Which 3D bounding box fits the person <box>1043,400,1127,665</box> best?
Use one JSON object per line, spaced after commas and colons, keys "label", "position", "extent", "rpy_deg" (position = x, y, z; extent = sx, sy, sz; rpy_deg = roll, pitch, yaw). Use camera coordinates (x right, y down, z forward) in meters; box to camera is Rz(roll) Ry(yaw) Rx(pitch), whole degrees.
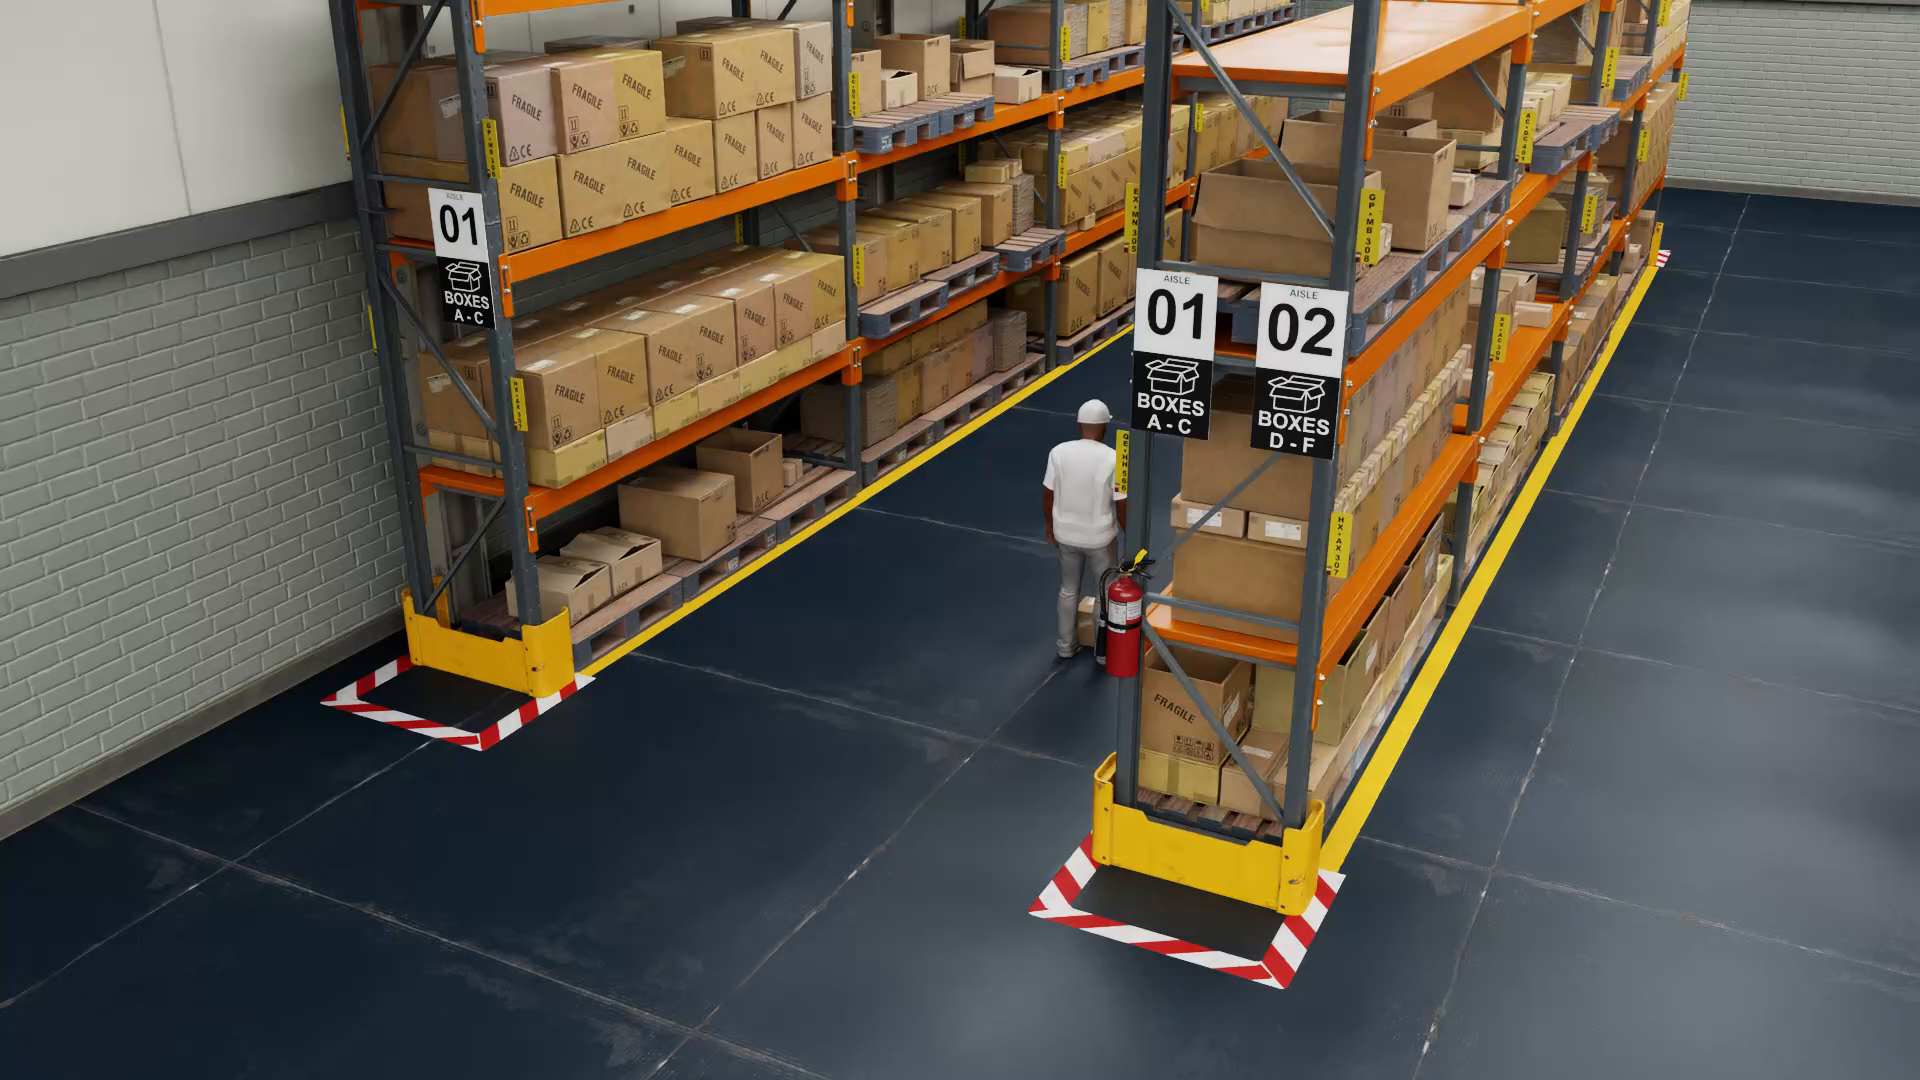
{"label": "person", "position": [0.843, -0.052, 10.851], "extent": [0.627, 1.761, 0.456], "rpy_deg": [11, 25, 25]}
